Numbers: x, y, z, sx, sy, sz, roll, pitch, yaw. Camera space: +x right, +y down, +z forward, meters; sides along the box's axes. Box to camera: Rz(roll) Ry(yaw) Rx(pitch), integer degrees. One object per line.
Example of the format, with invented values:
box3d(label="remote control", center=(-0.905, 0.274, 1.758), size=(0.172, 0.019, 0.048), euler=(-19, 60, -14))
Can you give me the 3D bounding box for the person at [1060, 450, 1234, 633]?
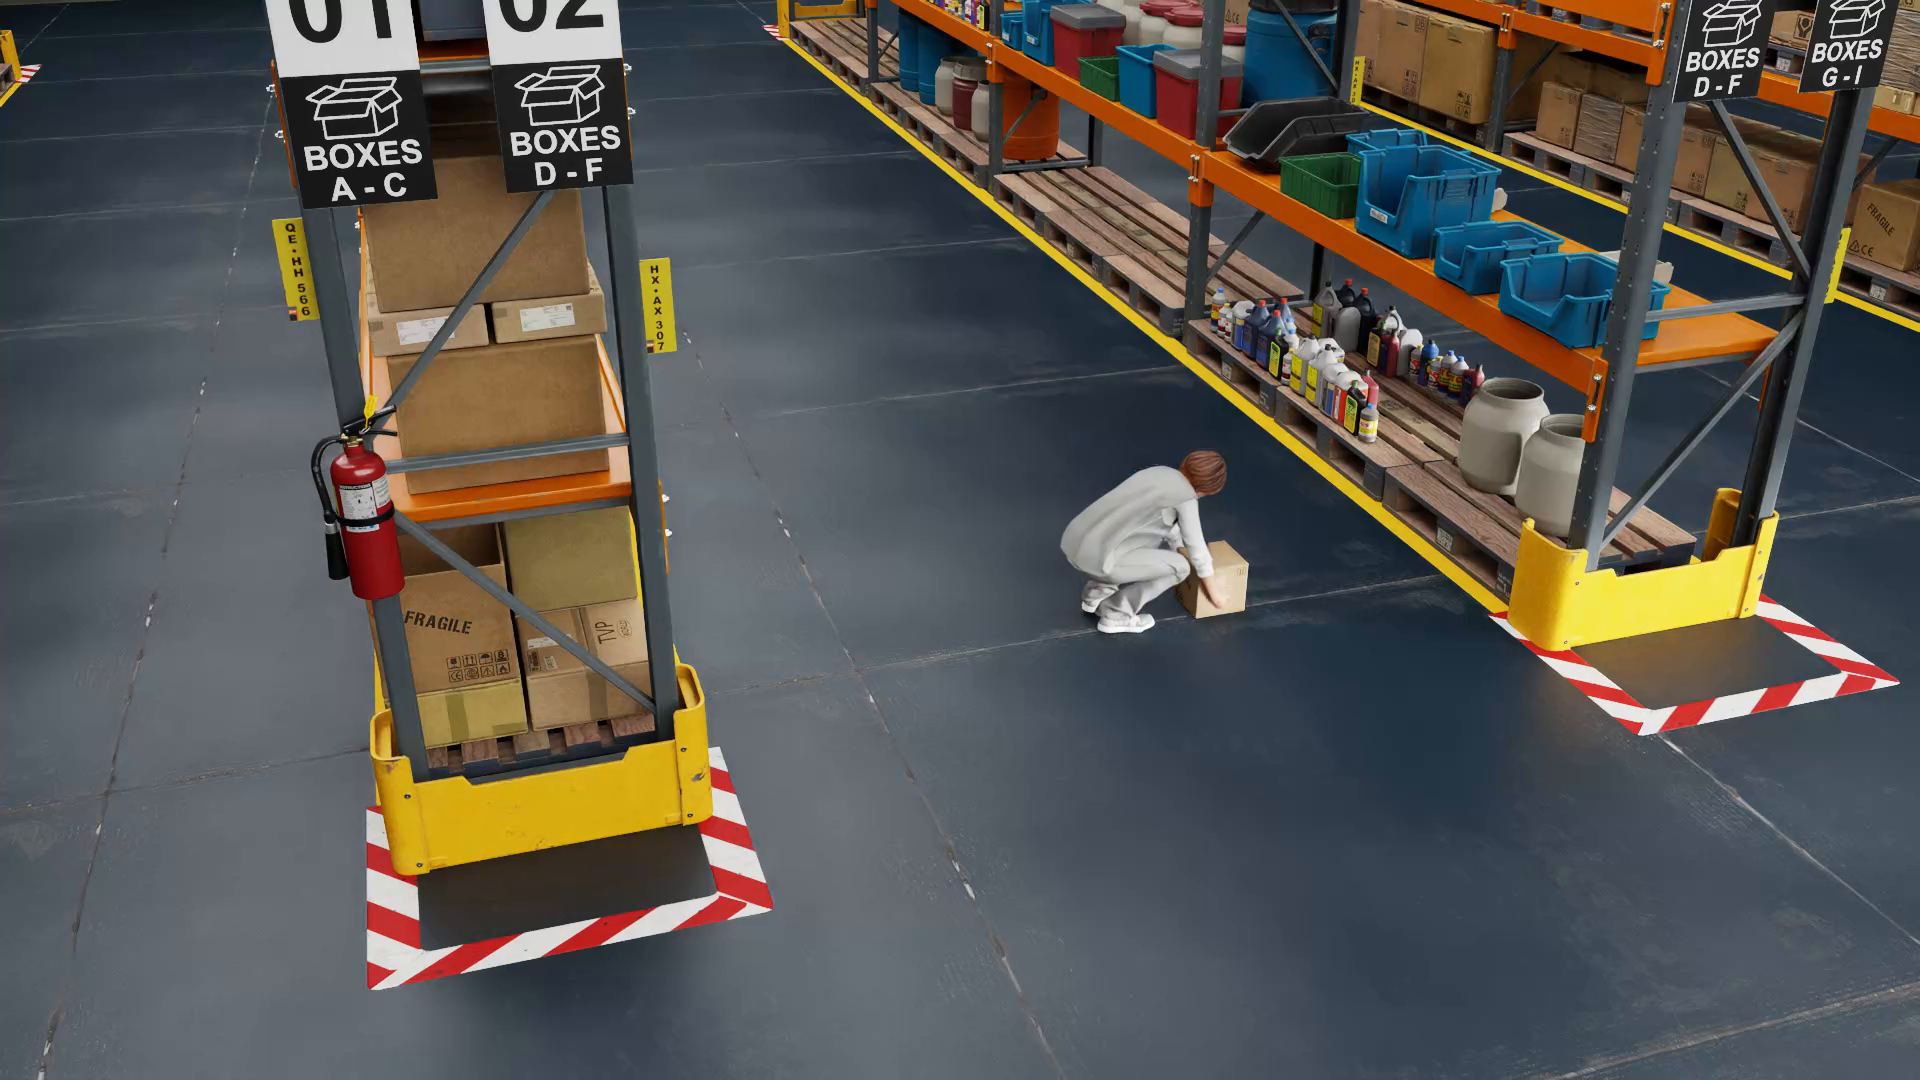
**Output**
box3d(label="person", center=(0.842, 0.005, 7.557), size=(0.806, 0.762, 0.436), euler=(-8, 28, -16))
